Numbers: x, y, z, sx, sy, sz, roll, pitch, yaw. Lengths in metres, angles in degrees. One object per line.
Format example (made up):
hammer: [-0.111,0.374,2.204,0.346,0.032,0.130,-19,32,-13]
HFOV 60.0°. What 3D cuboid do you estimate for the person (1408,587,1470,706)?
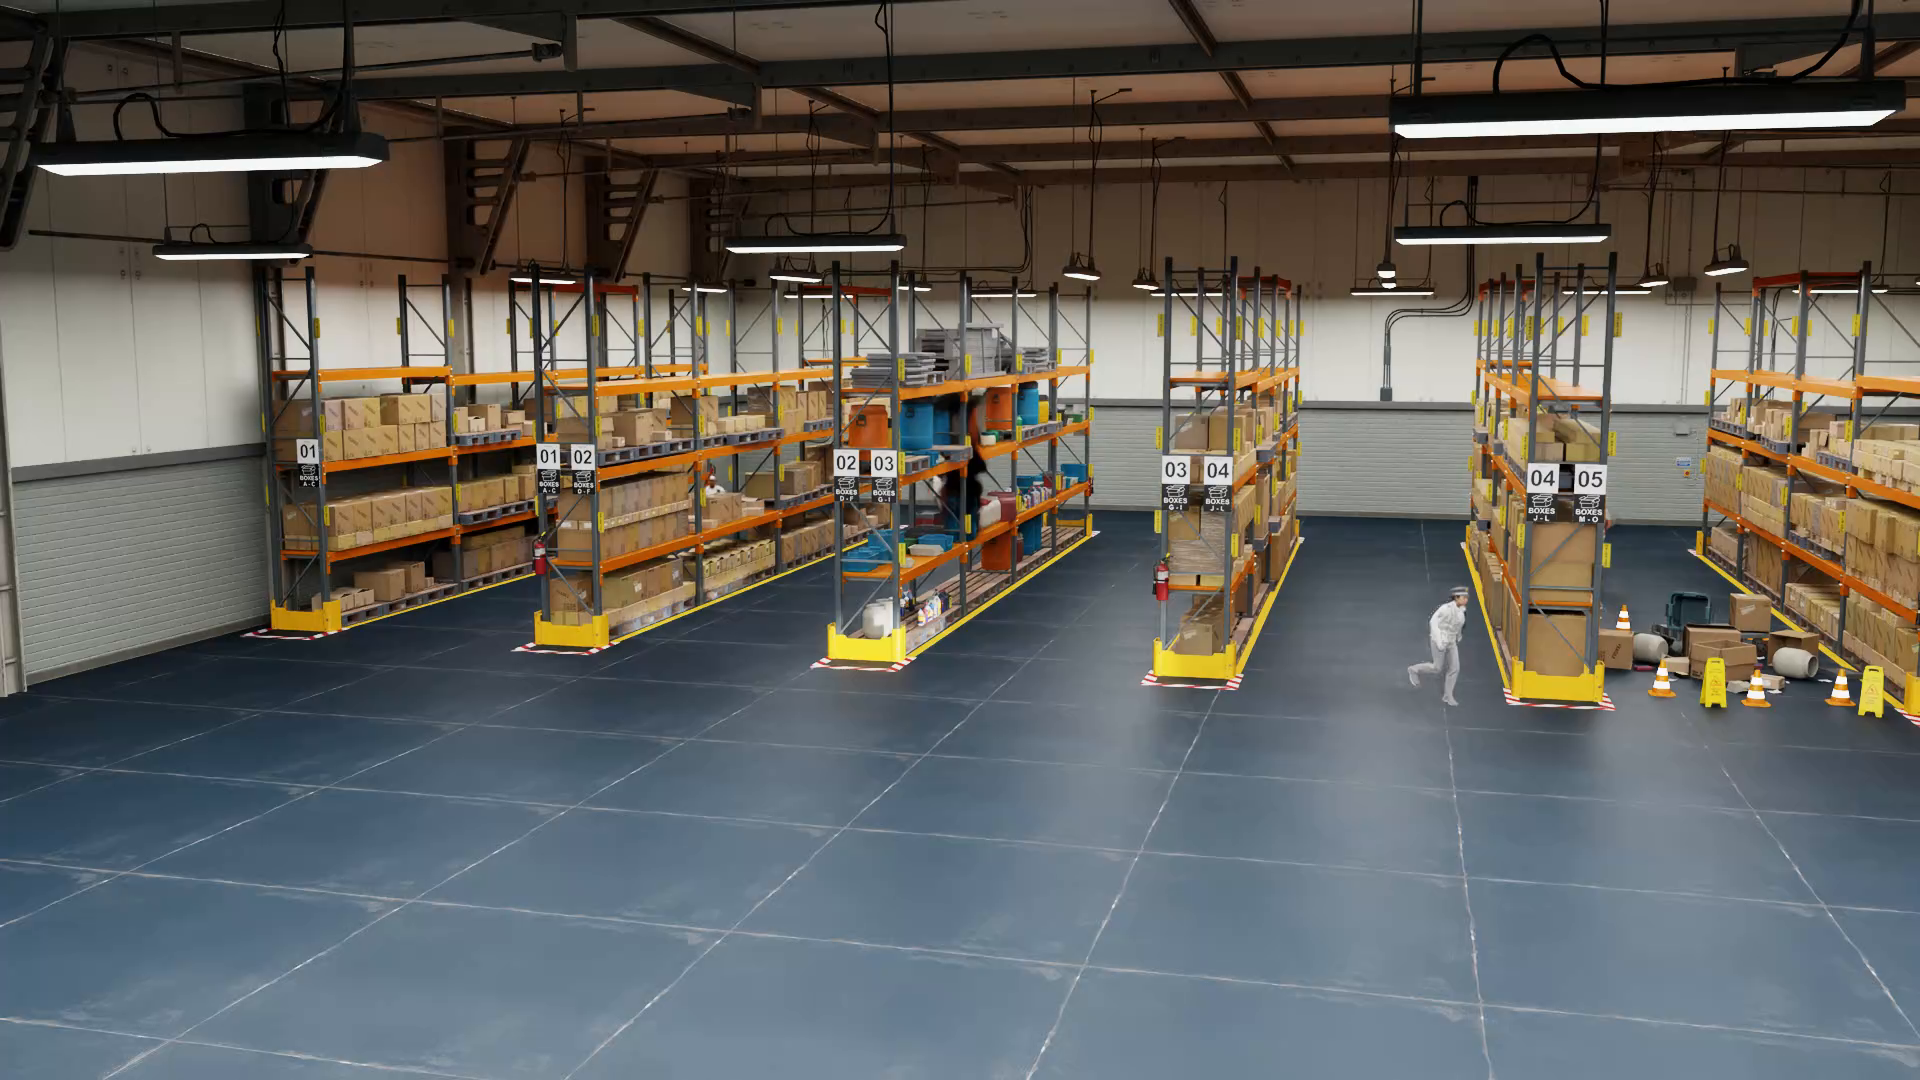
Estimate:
person: [6.470,1.391,22.468,0.626,1.635,0.886,-6,10,-42]

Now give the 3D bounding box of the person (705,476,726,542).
person: [-5.704,-0.672,38.408,0.607,1.629,0.539,1,7,7]

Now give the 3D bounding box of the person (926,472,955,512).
person: [-0.482,-1.074,41.139,0.693,1.811,0.757,-1,7,-8]

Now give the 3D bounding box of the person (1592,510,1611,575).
person: [12.546,-0.017,32.931,0.645,1.732,0.804,2,8,17]
